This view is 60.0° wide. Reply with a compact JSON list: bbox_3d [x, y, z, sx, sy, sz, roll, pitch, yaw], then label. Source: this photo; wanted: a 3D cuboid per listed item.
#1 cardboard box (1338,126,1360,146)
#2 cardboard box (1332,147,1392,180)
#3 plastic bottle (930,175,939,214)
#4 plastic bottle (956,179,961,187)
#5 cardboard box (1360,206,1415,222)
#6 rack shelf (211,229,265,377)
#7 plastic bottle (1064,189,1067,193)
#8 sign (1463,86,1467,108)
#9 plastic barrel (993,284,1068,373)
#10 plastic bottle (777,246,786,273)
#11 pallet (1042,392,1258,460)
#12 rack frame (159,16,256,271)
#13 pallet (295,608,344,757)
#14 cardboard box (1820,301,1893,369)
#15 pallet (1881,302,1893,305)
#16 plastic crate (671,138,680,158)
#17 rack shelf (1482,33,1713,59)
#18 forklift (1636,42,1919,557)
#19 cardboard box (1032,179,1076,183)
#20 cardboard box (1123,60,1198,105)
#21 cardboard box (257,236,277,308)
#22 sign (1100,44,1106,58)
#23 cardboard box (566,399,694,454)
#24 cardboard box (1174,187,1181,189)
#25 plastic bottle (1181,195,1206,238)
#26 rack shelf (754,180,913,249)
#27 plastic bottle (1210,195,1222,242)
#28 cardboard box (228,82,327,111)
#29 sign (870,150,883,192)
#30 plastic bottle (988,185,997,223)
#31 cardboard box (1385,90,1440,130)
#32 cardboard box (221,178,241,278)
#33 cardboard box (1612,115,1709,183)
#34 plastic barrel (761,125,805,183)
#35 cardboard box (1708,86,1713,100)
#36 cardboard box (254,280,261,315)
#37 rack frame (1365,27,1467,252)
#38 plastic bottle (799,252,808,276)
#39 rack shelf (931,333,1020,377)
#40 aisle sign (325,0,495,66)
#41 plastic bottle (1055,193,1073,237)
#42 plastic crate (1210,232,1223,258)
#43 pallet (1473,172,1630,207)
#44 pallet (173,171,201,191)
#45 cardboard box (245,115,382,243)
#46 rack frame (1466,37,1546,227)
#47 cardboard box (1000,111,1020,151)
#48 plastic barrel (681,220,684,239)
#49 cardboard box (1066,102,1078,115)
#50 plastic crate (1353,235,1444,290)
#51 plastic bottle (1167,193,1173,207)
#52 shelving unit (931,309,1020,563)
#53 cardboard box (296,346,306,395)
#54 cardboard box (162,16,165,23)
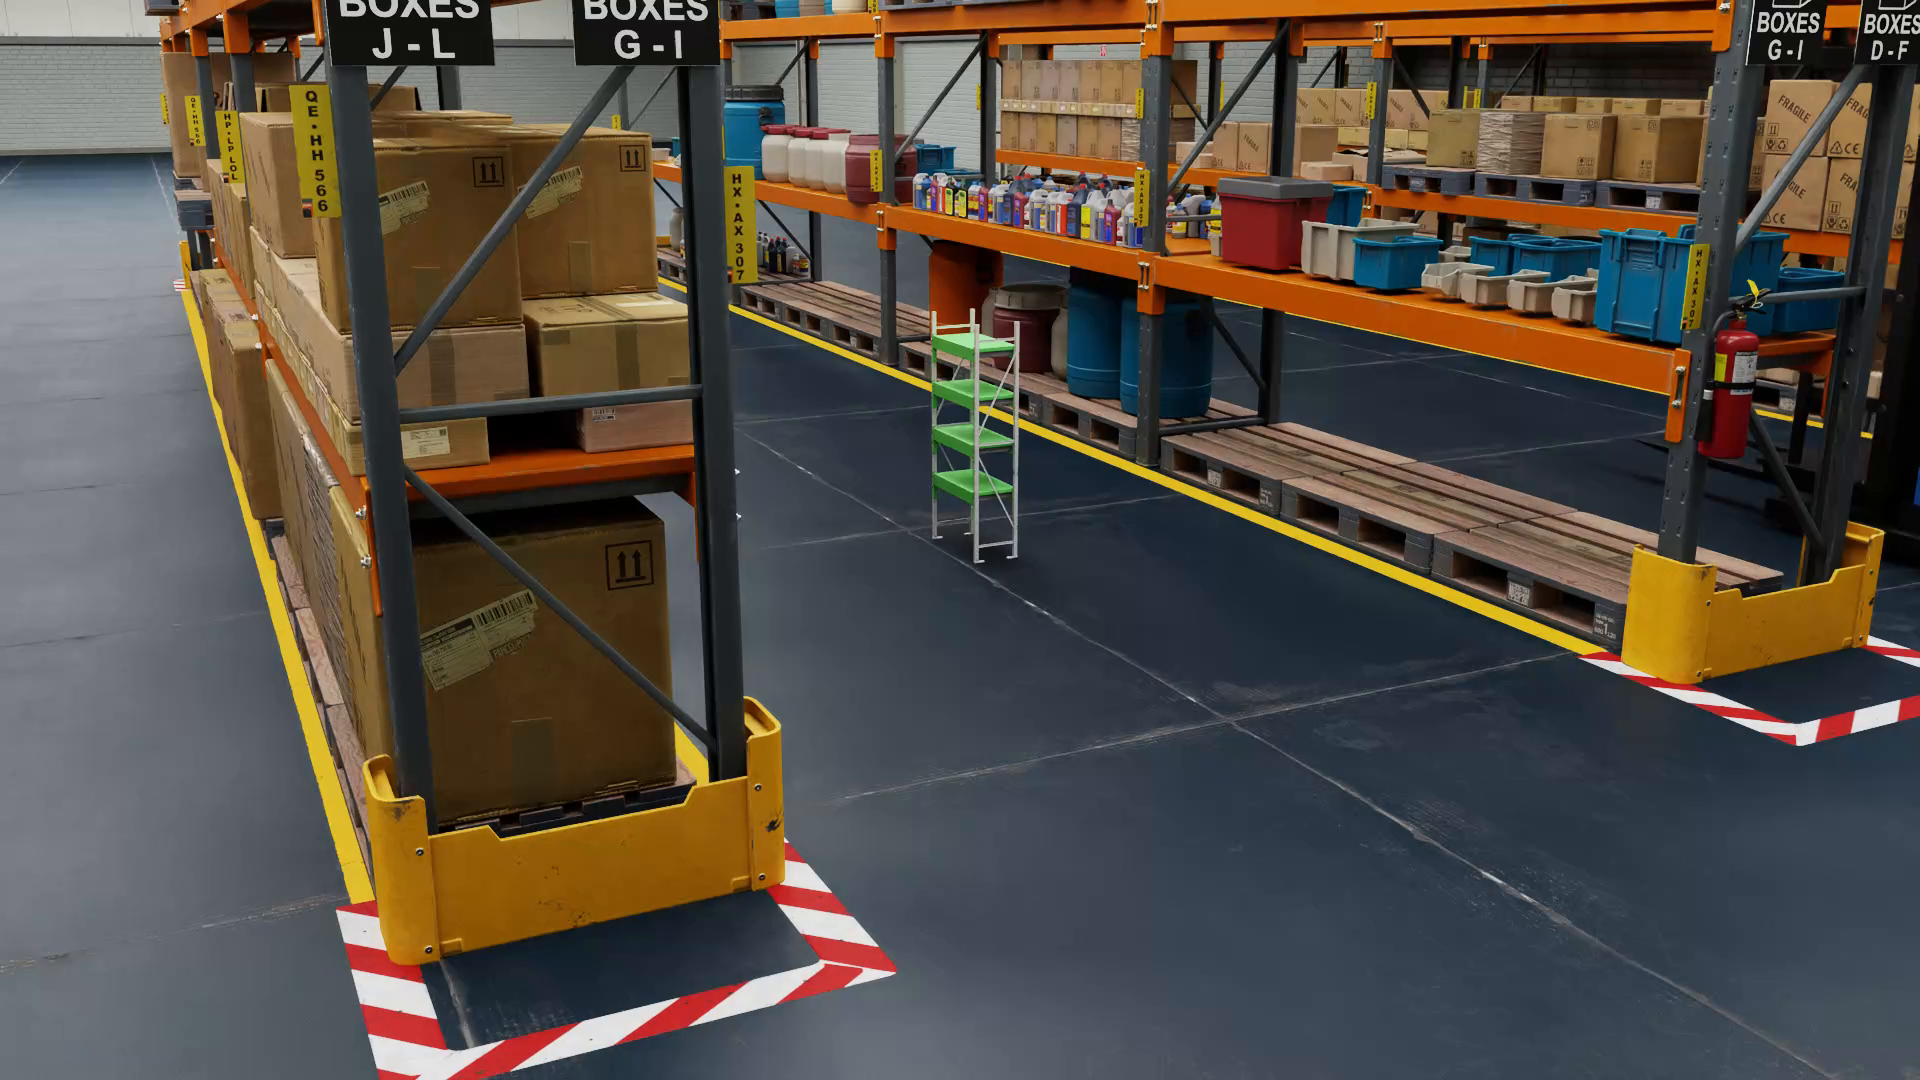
[{"bbox_3d":[5.609,-5.657,23.261,0.500,0.250,0.500,-8,18,-26],"label":"cardboard box"},{"bbox_3d":[4.058,-3.752,16.549,0.500,0.311,0.500,-8,18,-26],"label":"cardboard box"},{"bbox_3d":[-0.177,-2.663,12.803,0.061,0.283,0.133,-8,18,-25],"label":"plastic bottle"},{"bbox_3d":[0.004,-2.604,12.622,0.097,0.271,0.097,0,16,0],"label":"plastic bottle"},{"bbox_3d":[5.971,-4.631,23.185,0.700,0.500,0.500,-9,18,-28],"label":"cardboard box"},{"bbox_3d":[-3.755,-1.512,9.885,1.077,0.370,4.000,-8,18,-25],"label":"rack shelf"},{"bbox_3d":[0.816,-2.551,12.562,0.097,0.201,0.097,0,16,0],"label":"plastic bottle"},{"bbox_3d":[4.759,-4.136,15.770,0.100,0.325,0.005,-8,18,-25],"label":"sign"},{"bbox_3d":[0.545,-1.596,12.483,0.600,0.588,0.708,-8,18,-25],"label":"plastic barrel"},{"bbox_3d":[-1.939,-3.046,18.052,0.061,0.283,0.133,-8,18,-25],"label":"plastic bottle"},{"bbox_3d":[1.273,-0.816,11.212,1.003,0.211,1.213,-8,18,-25],"label":"pallet"},{"bbox_3d":[-8.136,-4.337,18.427,1.000,3.000,0.127,-8,18,-25],"label":"rack frame"},{"bbox_3d":[-2.078,0.480,6.697,1.003,0.211,1.213,-8,18,-25],"label":"pallet"},{"bbox_3d":[6.532,-1.461,12.137,0.500,0.500,0.500,-8,18,-25],"label":"cardboard box"},{"bbox_3d":[9.535,-2.302,16.391,1.003,0.211,1.213,-8,18,-25],"label":"pallet"},{"bbox_3d":[-3.195,-4.776,20.226,0.499,0.251,0.616,-8,18,-25],"label":"plastic crate"},{"bbox_3d":[7.851,-5.741,19.185,1.077,0.370,4.000,-8,18,-25],"label":"rack shelf"},{"bbox_3d":[5.009,-1.460,8.526,1.130,2.935,3.031,-7,17,-23],"label":"forklift"},{"bbox_3d":[1.257,-4.368,21.398,0.500,0.500,0.500,-8,18,-25],"label":"cardboard box"},{"bbox_3d":[2.323,-5.322,19.327,0.700,0.500,0.500,-8,18,-25],"label":"cardboard box"},{"bbox_3d":[-2.695,-1.161,7.089,0.500,0.250,0.500,-8,18,-25],"label":"cardboard box"},{"bbox_3d":[2.716,-9.297,31.508,0.001,0.298,0.199,-8,18,-25],"label":"sign"},{"bbox_3d":[-0.985,-0.377,5.082,0.380,0.149,0.250,-7,18,-24],"label":"cardboard box"},{"bbox_3d":[2.375,-4.058,20.318,0.500,0.500,0.500,-8,18,-25],"label":"cardboard box"},{"bbox_3d":[1.553,-2.152,11.037,0.152,0.276,0.135,-8,18,-25],"label":"plastic bottle"},{"bbox_3d":[-1.055,-3.102,15.427,1.077,0.370,4.000,-8,18,-25],"label":"rack shelf"},{"bbox_3d":[1.693,-2.073,10.626,0.144,0.351,0.185,-8,18,-25],"label":"plastic bottle"},{"bbox_3d":[-4.042,-2.539,10.159,0.797,0.503,0.637,-7,18,-24],"label":"cardboard box"},{"bbox_3d":[-0.670,-2.962,13.339,0.100,0.325,0.005,-8,18,-25],"label":"sign"},{"bbox_3d":[0.252,-2.425,11.998,0.097,0.271,0.097,0,16,0],"label":"plastic bottle"},{"bbox_3d":[6.055,-5.768,22.289,0.500,0.500,0.500,-8,18,-26],"label":"cardboard box"},{"bbox_3d":[-3.775,-1.745,9.212,0.500,0.500,0.500,-8,18,-26],"label":"cardboard box"},{"bbox_3d":[5.663,-3.115,13.225,0.700,0.500,0.500,-5,17,-16],"label":"cardboard box"},{"bbox_3d":[-1.709,-3.746,16.118,0.433,0.535,0.433,0,16,0],"label":"plastic barrel"},{"bbox_3d":[8.394,-4.880,18.165,0.380,0.149,0.250,-11,19,-34],"label":"cardboard box"},{"bbox_3d":[-3.048,-1.127,7.697,0.380,0.149,0.250,-8,18,-25],"label":"cardboard box"},{"bbox_3d":[4.275,-3.550,15.682,1.000,3.000,0.127,-8,18,-25],"label":"rack frame"},{"bbox_3d":[-1.677,-2.976,17.832,0.097,0.271,0.097,0,16,0],"label":"plastic bottle"},{"bbox_3d":[0.072,-0.936,8.327,0.258,0.148,0.480,-8,18,-25],"label":"rack shelf"},{"bbox_3d":[-1.365,-1.565,4.055,0.394,0.787,0.004,-8,18,-25],"label":"aisle sign"},{"bbox_3d":[0.729,-2.175,11.116,0.152,0.276,0.135,-8,18,-25],"label":"plastic bottle"},{"bbox_3d":[1.649,-1.730,9.709,0.396,0.136,0.243,-8,18,-25],"label":"plastic crate"},{"bbox_3d":[5.132,-2.976,14.030,1.003,0.211,1.213,-8,18,-25],"label":"pallet"},{"bbox_3d":[-6.180,-3.046,14.275,1.003,0.211,1.213,-8,18,-25],"label":"pallet"},{"bbox_3d":[-2.690,-1.520,6.984,0.500,0.500,0.500,-8,18,-25],"label":"cardboard box"},{"bbox_3d":[6.974,-5.141,21.228,1.000,3.000,0.127,-8,18,-25],"label":"rack frame"},{"bbox_3d":[0.964,-5.464,22.172,0.700,0.500,0.500,-8,18,-25],"label":"cardboard box"},{"bbox_3d":[-3.107,-3.664,19.828,0.421,0.512,0.421,0,16,0],"label":"plastic barrel"},{"bbox_3d":[1.537,-5.323,20.506,0.380,0.149,0.250,-7,17,-23],"label":"cardboard box"},{"bbox_3d":[2.196,-1.395,8.369,0.416,0.233,0.300,-8,18,-25],"label":"plastic crate"},{"bbox_3d":[1.407,-2.267,11.423,0.061,0.283,0.133,-8,18,-25],"label":"plastic bottle"},{"bbox_3d":[0.072,-0.536,8.442,0.258,1.200,0.503,-8,18,-25],"label":"shelving unit"},{"bbox_3d":[-2.141,-0.615,5.911,0.380,0.149,0.250,-8,18,-25],"label":"cardboard box"},{"bbox_3d":[-7.712,-5.306,16.636,0.500,0.250,0.500,-8,18,-25],"label":"cardboard box"}]
